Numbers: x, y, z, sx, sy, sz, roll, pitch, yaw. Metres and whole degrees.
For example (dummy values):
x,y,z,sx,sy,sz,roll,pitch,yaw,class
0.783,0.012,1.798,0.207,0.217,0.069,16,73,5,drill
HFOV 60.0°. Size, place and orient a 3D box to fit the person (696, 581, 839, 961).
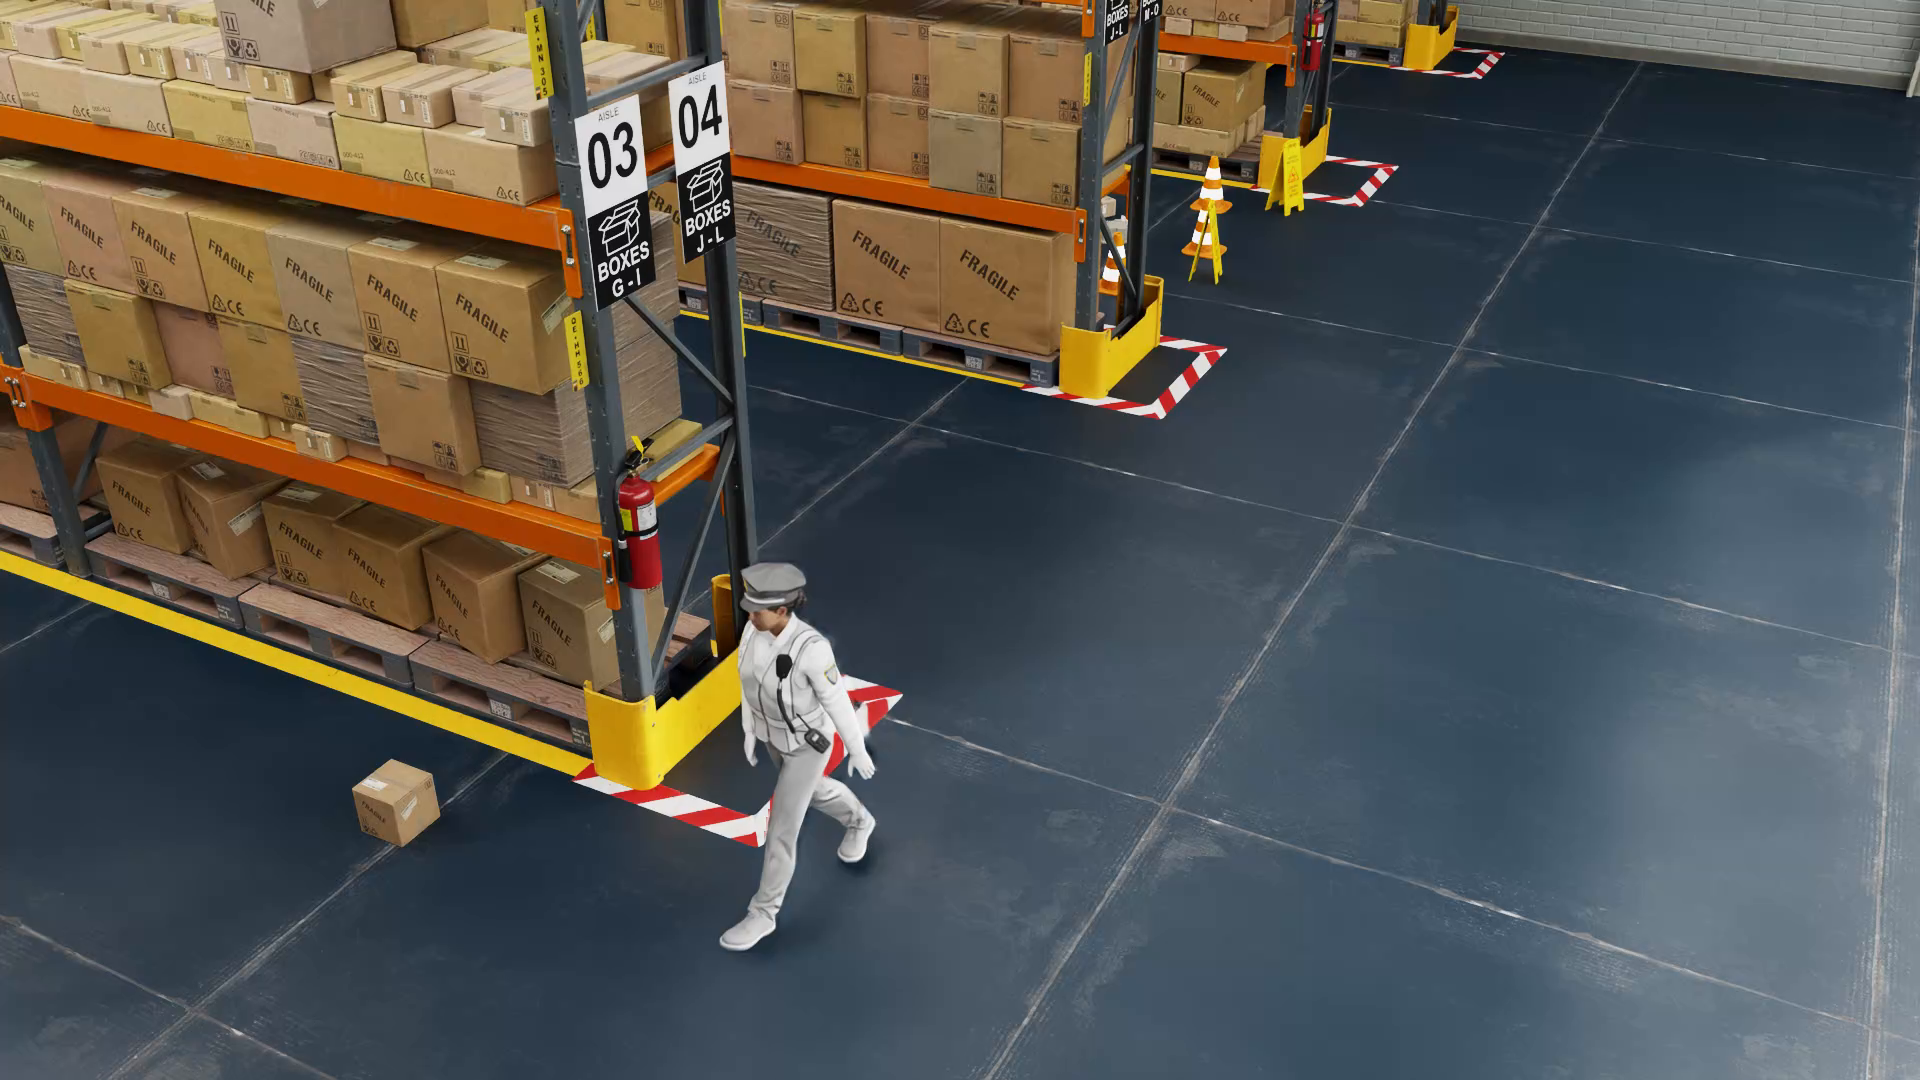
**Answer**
x,y,z,sx,sy,sz,roll,pitch,yaw,class
-0.794,0.874,6.778,0.841,1.622,0.577,-26,39,-37,person
